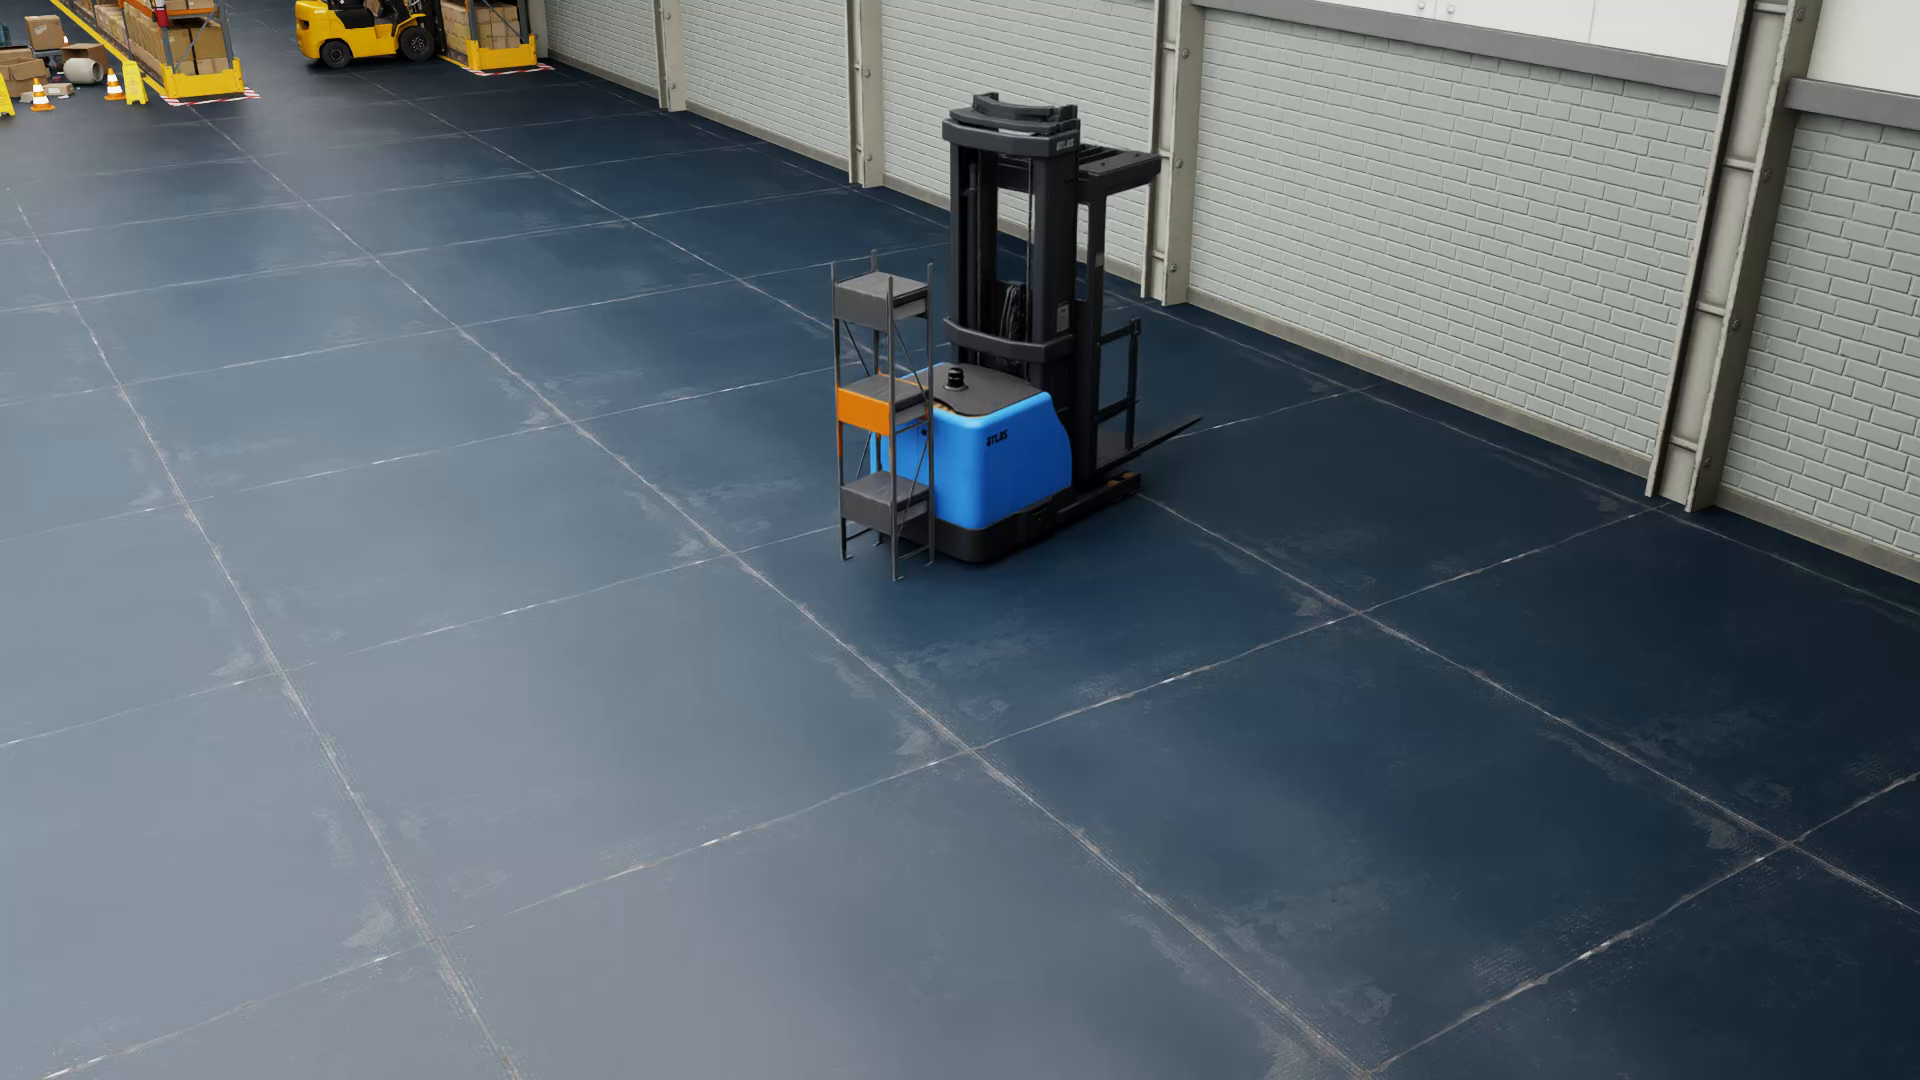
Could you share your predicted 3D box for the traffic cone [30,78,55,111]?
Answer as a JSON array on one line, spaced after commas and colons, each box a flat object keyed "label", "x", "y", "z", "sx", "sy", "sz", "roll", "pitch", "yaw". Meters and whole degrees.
[{"label": "traffic cone", "x": -14.341, "y": -6.954, "z": 25.901, "sx": 0.336, "sy": 0.463, "sz": 0.334, "roll": -16, "pitch": 29, "yaw": -30}]

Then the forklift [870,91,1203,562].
[{"label": "forklift", "x": 0.704, "y": -1.727, "z": 11.937, "sx": 1.130, "sy": 2.935, "sz": 3.031, "roll": 20, "pitch": 32, "yaw": 36}]

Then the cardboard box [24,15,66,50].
[{"label": "cardboard box", "x": -15.940, "y": -8.846, "z": 28.977, "sx": 0.500, "sy": 0.500, "sz": 0.500, "roll": -16, "pitch": 29, "yaw": -30}]

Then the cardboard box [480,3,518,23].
[{"label": "cardboard box", "x": -8.228, "y": -9.401, "z": 29.671, "sx": 0.500, "sy": 0.250, "sz": 0.500, "roll": -16, "pitch": 30, "yaw": -30}]

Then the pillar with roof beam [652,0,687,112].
[{"label": "pillar with roof beam", "x": -8.081, "y": -9.809, "z": 21.950, "sx": 9.100, "sy": 9.000, "sz": 0.400, "roll": -16, "pitch": 29, "yaw": -30}]

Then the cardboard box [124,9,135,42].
[{"label": "cardboard box", "x": -14.369, "y": -9.071, "z": 29.264, "sx": 0.500, "sy": 0.500, "sz": 0.500, "roll": -14, "pitch": 29, "yaw": -27}]

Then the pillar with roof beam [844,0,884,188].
[{"label": "pillar with roof beam", "x": -4.806, "y": -7.663, "z": 17.404, "sx": 9.100, "sy": 9.000, "sz": 0.400, "roll": -16, "pitch": 29, "yaw": -30}]

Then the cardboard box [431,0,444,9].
[{"label": "cardboard box", "x": -9.475, "y": -9.819, "z": 30.557, "sx": 0.500, "sy": 0.250, "sz": 0.500, "roll": -16, "pitch": 30, "yaw": -31}]

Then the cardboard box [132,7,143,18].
[{"label": "cardboard box", "x": -13.920, "y": -9.026, "z": 28.410, "sx": 0.380, "sy": 0.149, "sz": 0.250, "roll": -14, "pitch": 29, "yaw": -27}]

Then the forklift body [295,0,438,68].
[{"label": "forklift body", "x": -10.688, "y": -9.656, "z": 29.647, "sx": 2.313, "sy": 2.155, "sz": 1.214, "roll": -16, "pitch": 29, "yaw": -30}]

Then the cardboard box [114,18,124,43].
[{"label": "cardboard box", "x": -15.149, "y": -9.504, "z": 30.917, "sx": 0.950, "sy": 0.372, "sz": 0.625, "roll": -14, "pitch": 28, "yaw": -26}]

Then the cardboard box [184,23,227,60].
[{"label": "cardboard box", "x": -12.503, "y": -8.275, "z": 27.579, "sx": 0.500, "sy": 0.500, "sz": 0.500, "roll": -17, "pitch": 30, "yaw": -31}]

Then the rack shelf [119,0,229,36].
[{"label": "rack shelf", "x": -13.373, "y": -9.018, "z": 28.145, "sx": 1.077, "sy": 0.370, "sz": 4.000, "roll": -16, "pitch": 29, "yaw": -30}]

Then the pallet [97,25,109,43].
[{"label": "pallet", "x": -16.223, "y": -9.949, "z": 32.540, "sx": 1.003, "sy": 0.211, "sz": 1.213, "roll": -16, "pitch": 29, "yaw": -30}]

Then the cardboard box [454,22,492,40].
[{"label": "cardboard box", "x": -8.652, "y": -9.060, "z": 29.534, "sx": 0.500, "sy": 0.250, "sz": 0.500, "roll": -16, "pitch": 30, "yaw": -30}]

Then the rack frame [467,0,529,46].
[{"label": "rack frame", "x": -8.124, "y": -9.786, "z": 28.929, "sx": 1.000, "sy": 3.000, "sz": 0.127, "roll": -16, "pitch": 29, "yaw": -30}]

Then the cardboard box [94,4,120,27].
[{"label": "cardboard box", "x": -16.348, "y": -10.287, "z": 32.576, "sx": 0.950, "sy": 0.372, "sz": 0.625, "roll": -18, "pitch": 31, "yaw": -33}]

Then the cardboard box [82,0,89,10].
[{"label": "cardboard box", "x": -17.927, "y": -11.625, "z": 34.821, "sx": 0.875, "sy": 0.875, "sz": 0.875, "roll": -15, "pitch": 29, "yaw": -28}]

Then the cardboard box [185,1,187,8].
[{"label": "cardboard box", "x": -12.443, "y": -8.771, "z": 27.074, "sx": 0.380, "sy": 0.149, "sz": 0.250, "roll": -15, "pitch": 29, "yaw": -29}]

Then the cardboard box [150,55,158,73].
[{"label": "cardboard box", "x": -13.224, "y": -7.988, "z": 27.849, "sx": 0.500, "sy": 0.250, "sz": 0.500, "roll": -15, "pitch": 29, "yaw": -29}]

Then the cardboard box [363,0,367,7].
[{"label": "cardboard box", "x": -12.163, "y": -11.538, "z": 34.929, "sx": 0.875, "sy": 0.625, "sz": 0.625, "roll": -15, "pitch": 29, "yaw": -28}]

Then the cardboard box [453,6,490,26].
[{"label": "cardboard box", "x": -8.637, "y": -9.277, "z": 29.408, "sx": 0.500, "sy": 0.250, "sz": 0.500, "roll": -14, "pitch": 29, "yaw": -28}]

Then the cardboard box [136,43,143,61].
[{"label": "cardboard box", "x": -14.068, "y": -8.543, "z": 29.025, "sx": 0.500, "sy": 0.250, "sz": 0.500, "roll": -14, "pitch": 29, "yaw": -27}]

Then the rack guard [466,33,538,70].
[{"label": "rack guard", "x": -8.111, "y": -8.647, "z": 29.445, "sx": 1.175, "sy": 0.500, "sz": 0.348, "roll": -16, "pitch": 29, "yaw": -30}]

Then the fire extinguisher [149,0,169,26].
[{"label": "fire extinguisher", "x": -12.605, "y": -8.445, "z": 26.178, "sx": 0.296, "sy": 0.674, "sz": 0.183, "roll": -16, "pitch": 29, "yaw": -30}]

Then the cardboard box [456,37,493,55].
[{"label": "cardboard box", "x": -8.646, "y": -8.827, "z": 29.627, "sx": 0.500, "sy": 0.250, "sz": 0.500, "roll": -15, "pitch": 29, "yaw": -29}]

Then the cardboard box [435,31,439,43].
[{"label": "cardboard box", "x": -9.477, "y": -9.369, "z": 30.774, "sx": 0.500, "sy": 0.250, "sz": 0.500, "roll": -15, "pitch": 29, "yaw": -28}]

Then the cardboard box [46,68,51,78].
[{"label": "cardboard box", "x": -15.818, "y": -8.031, "z": 28.414, "sx": 0.396, "sy": 0.266, "sz": 0.258, "roll": 7, "pitch": 26, "yaw": 15}]

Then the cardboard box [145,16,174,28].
[{"label": "cardboard box", "x": -13.194, "y": -8.549, "z": 27.398, "sx": 0.380, "sy": 0.149, "sz": 0.250, "roll": -15, "pitch": 29, "yaw": -28}]

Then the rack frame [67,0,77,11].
[{"label": "rack frame", "x": -18.832, "y": -12.920, "z": 35.568, "sx": 1.000, "sy": 3.000, "sz": 0.127, "roll": -16, "pitch": 29, "yaw": -30}]

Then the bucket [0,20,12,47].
[{"label": "bucket", "x": -16.551, "y": -8.565, "z": 28.396, "sx": 0.726, "sy": 0.611, "sz": 0.620, "roll": -6, "pitch": 16, "yaw": -12}]

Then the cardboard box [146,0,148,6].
[{"label": "cardboard box", "x": -13.018, "y": -8.760, "z": 27.049, "sx": 0.380, "sy": 0.149, "sz": 0.250, "roll": -16, "pitch": 30, "yaw": -30}]

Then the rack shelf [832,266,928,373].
[{"label": "rack shelf", "x": -0.494, "y": -1.420, "z": 10.653, "sx": 0.480, "sy": 0.518, "sz": 0.431, "roll": 20, "pitch": 32, "yaw": 36}]

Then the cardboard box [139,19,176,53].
[{"label": "cardboard box", "x": -13.494, "y": -8.508, "z": 28.071, "sx": 0.500, "sy": 0.500, "sz": 0.500, "roll": -16, "pitch": 30, "yaw": -31}]

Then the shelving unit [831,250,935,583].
[{"label": "shelving unit", "x": -0.494, "y": -0.799, "z": 10.946, "sx": 0.503, "sy": 2.100, "sz": 0.431, "roll": 20, "pitch": 32, "yaw": 36}]

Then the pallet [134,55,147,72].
[{"label": "pallet", "x": -14.069, "y": -8.566, "z": 29.611, "sx": 1.003, "sy": 0.211, "sz": 1.213, "roll": -16, "pitch": 29, "yaw": -30}]

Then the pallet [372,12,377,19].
[{"label": "pallet", "x": -11.413, "y": -10.647, "z": 34.019, "sx": 1.003, "sy": 0.211, "sz": 1.213, "roll": -16, "pitch": 29, "yaw": -30}]

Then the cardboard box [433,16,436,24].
[{"label": "cardboard box", "x": -9.486, "y": -9.602, "z": 30.681, "sx": 0.500, "sy": 0.250, "sz": 0.500, "roll": -16, "pitch": 29, "yaw": -30}]

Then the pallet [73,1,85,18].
[{"label": "pallet", "x": -18.348, "y": -11.401, "z": 35.616, "sx": 1.003, "sy": 0.211, "sz": 1.213, "roll": -16, "pitch": 29, "yaw": -30}]
